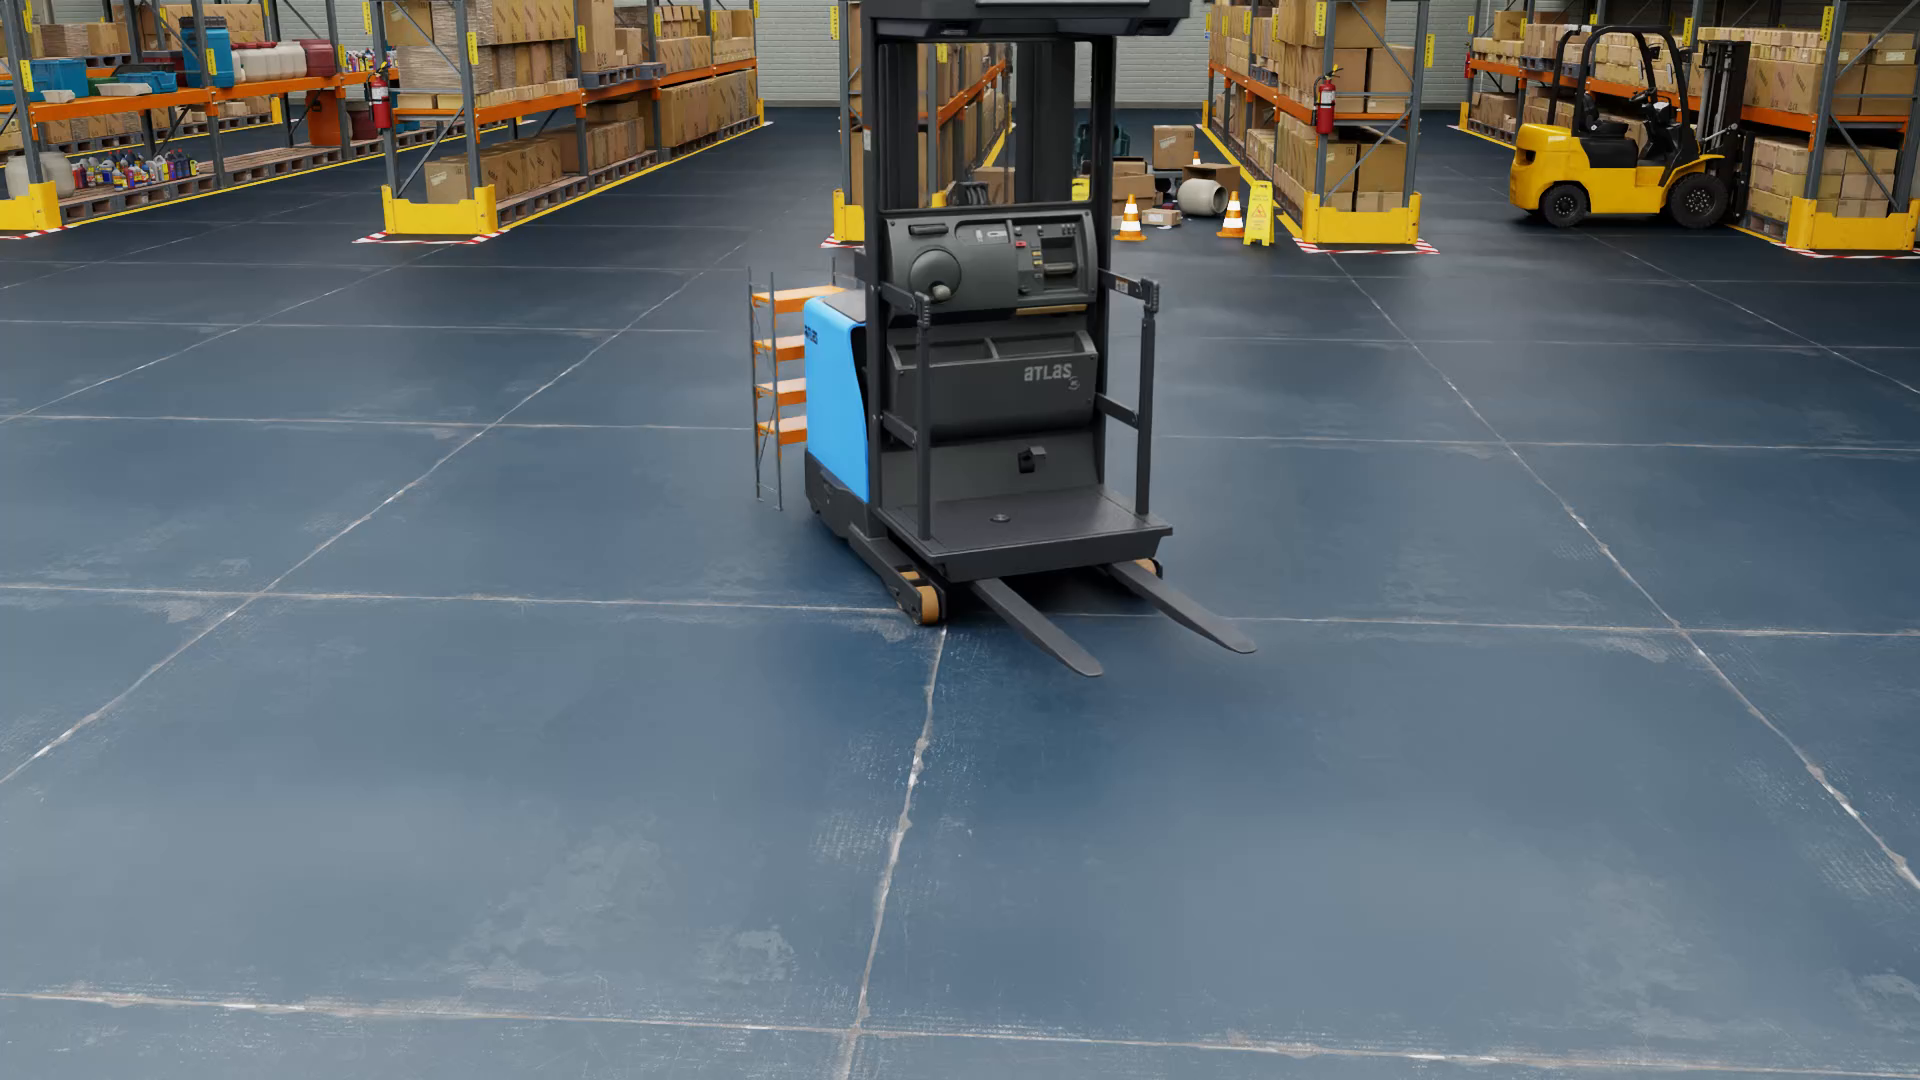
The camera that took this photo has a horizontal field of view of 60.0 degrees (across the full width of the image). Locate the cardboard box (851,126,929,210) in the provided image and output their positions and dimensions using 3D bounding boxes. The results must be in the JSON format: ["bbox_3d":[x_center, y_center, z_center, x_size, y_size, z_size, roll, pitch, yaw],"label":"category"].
[{"bbox_3d":[-0.757,-4.040,18.173,0.875,0.875,0.875,1,18,4],"label":"cardboard box"}]

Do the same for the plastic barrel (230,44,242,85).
[{"bbox_3d":[-10.046,-6.490,22.693,0.433,0.535,0.433,0,18,0],"label":"plastic barrel"}]

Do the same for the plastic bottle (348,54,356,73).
[{"bbox_3d":[-9.624,-7.548,26.328,0.061,0.283,0.133,1,18,4],"label":"plastic bottle"}]

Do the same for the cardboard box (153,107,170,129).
[{"bbox_3d":[-14.450,-7.591,29.580,0.500,0.500,0.500,1,18,4],"label":"cardboard box"}]

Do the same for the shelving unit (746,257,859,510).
[{"bbox_3d":[-0.779,-0.797,8.428,0.503,1.200,0.258,-13,22,-34],"label":"shelving unit"}]

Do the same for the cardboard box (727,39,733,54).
[{"bbox_3d":[-4.452,-9.032,30.435,0.500,0.250,0.500,2,18,5],"label":"cardboard box"}]

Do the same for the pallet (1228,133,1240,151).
[{"bbox_3d":[5.085,-6.719,28.090,1.003,0.211,1.213,1,18,4],"label":"pallet"}]

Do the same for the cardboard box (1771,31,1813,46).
[{"bbox_3d":[8.950,-5.380,17.846,0.380,0.149,0.250,2,18,5],"label":"cardboard box"}]

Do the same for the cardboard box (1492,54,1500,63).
[{"bbox_3d":[9.865,-8.722,30.127,0.380,0.149,0.250,2,18,5],"label":"cardboard box"}]

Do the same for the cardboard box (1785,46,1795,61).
[{"bbox_3d":[8.999,-5.155,17.635,0.380,0.149,0.250,1,18,4],"label":"cardboard box"}]

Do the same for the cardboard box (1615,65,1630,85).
[{"bbox_3d":[9.383,-6.414,22.921,0.500,0.250,0.500,1,18,2],"label":"cardboard box"}]

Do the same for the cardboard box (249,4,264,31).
[{"bbox_3d":[-14.171,-10.350,32.926,0.500,0.500,0.500,1,18,3],"label":"cardboard box"}]

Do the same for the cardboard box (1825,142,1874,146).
[{"bbox_3d":[9.411,-4.118,17.807,0.500,0.250,0.500,1,18,4],"label":"cardboard box"}]

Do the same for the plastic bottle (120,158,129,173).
[{"bbox_3d":[-10.695,-4.756,21.296,0.097,0.271,0.097,0,18,0],"label":"plastic bottle"}]

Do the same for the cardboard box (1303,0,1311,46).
[{"bbox_3d":[4.067,-5.543,17.779,0.700,0.500,0.500,1,18,4],"label":"cardboard box"}]

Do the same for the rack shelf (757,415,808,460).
[{"bbox_3d":[-0.779,-0.544,8.510,0.480,0.148,0.258,-13,22,-34],"label":"rack shelf"}]

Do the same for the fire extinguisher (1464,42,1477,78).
[{"bbox_3d":[9.852,-9.260,32.090,0.296,0.674,0.183,1,18,4],"label":"fire extinguisher"}]

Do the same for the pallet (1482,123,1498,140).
[{"bbox_3d":[10.151,-7.444,30.303,1.003,0.211,1.213,1,18,4],"label":"pallet"}]

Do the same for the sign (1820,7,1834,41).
[{"bbox_3d":[8.616,-5.128,16.517,0.100,0.325,0.005,1,18,4],"label":"sign"}]

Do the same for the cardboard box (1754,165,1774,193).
[{"bbox_3d":[8.926,-3.893,17.926,0.500,0.250,0.500,1,18,3],"label":"cardboard box"}]

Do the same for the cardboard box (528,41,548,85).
[{"bbox_3d":[-5.493,-5.761,20.048,0.875,0.500,0.500,1,18,4],"label":"cardboard box"}]

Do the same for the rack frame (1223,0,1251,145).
[{"bbox_3d":[5.065,-8.286,28.393,1.000,3.000,0.127,1,18,4],"label":"rack frame"}]

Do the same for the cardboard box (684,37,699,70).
[{"bbox_3d":[-4.654,-8.087,27.626,0.500,0.500,0.500,1,18,3],"label":"cardboard box"}]

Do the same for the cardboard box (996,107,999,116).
[{"bbox_3d":[0.522,-7.859,30.517,0.380,0.149,0.250,1,18,3],"label":"cardboard box"}]

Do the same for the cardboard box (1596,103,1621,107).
[{"bbox_3d":[10.144,-6.734,25.956,0.380,0.149,0.250,1,18,3],"label":"cardboard box"}]

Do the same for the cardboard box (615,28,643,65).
[{"bbox_3d":[-5.045,-7.167,24.145,0.700,0.500,0.500,4,19,12],"label":"cardboard box"}]

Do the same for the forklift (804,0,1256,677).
[{"bbox_3d":[0.221,-1.187,6.837,1.130,2.935,3.031,-7,19,-20],"label":"forklift"}]

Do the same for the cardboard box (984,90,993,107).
[{"bbox_3d":[0.269,-7.337,27.632,0.500,0.250,0.500,2,18,7],"label":"cardboard box"}]

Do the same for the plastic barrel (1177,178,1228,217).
[{"bbox_3d":[2.843,-4.010,19.481,0.512,0.421,0.421,17,25,41],"label":"plastic barrel"}]

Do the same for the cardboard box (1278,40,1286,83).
[{"bbox_3d":[4.182,-5.860,20.350,0.500,0.500,0.500,1,18,4],"label":"cardboard box"}]

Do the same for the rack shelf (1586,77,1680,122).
[{"bbox_3d":[9.586,-5.971,22.483,1.077,0.370,4.000,1,18,4],"label":"rack shelf"}]

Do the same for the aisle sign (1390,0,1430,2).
[{"bbox_3d":[4.509,-5.768,16.534,0.394,0.787,0.004,1,18,4],"label":"aisle sign"}]

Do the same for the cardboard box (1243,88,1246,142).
[{"bbox_3d":[4.979,-6.723,26.361,0.875,0.875,0.875,2,18,5],"label":"cardboard box"}]

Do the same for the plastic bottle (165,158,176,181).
[{"bbox_3d":[-10.076,-4.734,21.208,0.061,0.283,0.133,3,18,8],"label":"plastic bottle"}]

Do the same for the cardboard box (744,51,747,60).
[{"bbox_3d":[-4.285,-9.275,31.816,0.380,0.149,0.250,2,18,5],"label":"cardboard box"}]

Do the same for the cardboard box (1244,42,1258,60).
[{"bbox_3d":[4.560,-7.366,25.023,0.500,0.250,0.500,1,18,4],"label":"cardboard box"}]

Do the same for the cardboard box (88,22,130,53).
[{"bbox_3d":[-14.957,-8.834,29.231,0.700,0.500,0.500,-5,19,-15],"label":"cardboard box"}]

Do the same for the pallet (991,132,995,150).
[{"bbox_3d":[0.066,-6.798,28.330,1.003,0.211,1.213,1,18,4],"label":"pallet"}]

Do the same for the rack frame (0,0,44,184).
[{"bbox_3d":[-10.620,-4.891,18.031,1.000,3.000,0.127,1,18,4],"label":"rack frame"}]

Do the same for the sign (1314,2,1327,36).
[{"bbox_3d":[3.653,-5.278,16.846,0.100,0.325,0.005,1,18,4],"label":"sign"}]

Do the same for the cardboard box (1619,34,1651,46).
[{"bbox_3d":[9.396,-6.952,23.121,0.380,0.149,0.250,1,18,5],"label":"cardboard box"}]

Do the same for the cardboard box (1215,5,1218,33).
[{"bbox_3d":[4.974,-9.587,30.598,0.500,0.500,0.500,1,18,3],"label":"cardboard box"}]

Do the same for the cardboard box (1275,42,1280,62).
[{"bbox_3d":[4.296,-6.338,21.136,0.500,0.500,0.500,1,18,3],"label":"cardboard box"}]

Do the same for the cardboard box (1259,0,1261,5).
[{"bbox_3d":[5.349,-9.289,28.646,0.380,0.149,0.250,2,18,5],"label":"cardboard box"}]

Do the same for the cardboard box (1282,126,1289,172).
[{"bbox_3d":[4.153,-4.707,20.007,0.500,0.500,0.500,2,18,6],"label":"cardboard box"}]

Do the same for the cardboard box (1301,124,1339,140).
[{"bbox_3d":[3.961,-4.486,18.293,0.380,0.149,0.250,2,18,6],"label":"cardboard box"}]

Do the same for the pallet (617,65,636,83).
[{"bbox_3d":[-5.207,-6.558,23.427,1.003,0.211,1.213,1,18,4],"label":"pallet"}]

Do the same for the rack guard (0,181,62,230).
[{"bbox_3d":[-10.661,-3.727,18.495,1.175,0.500,0.348,1,18,4],"label":"rack guard"}]

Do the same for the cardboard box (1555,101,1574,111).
[{"bbox_3d":[9.704,-6.899,26.459,0.380,0.149,0.250,1,18,4],"label":"cardboard box"}]

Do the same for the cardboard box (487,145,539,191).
[{"bbox_3d":[-5.461,-4.538,20.295,0.500,0.500,0.500,0,18,-1],"label":"cardboard box"}]
